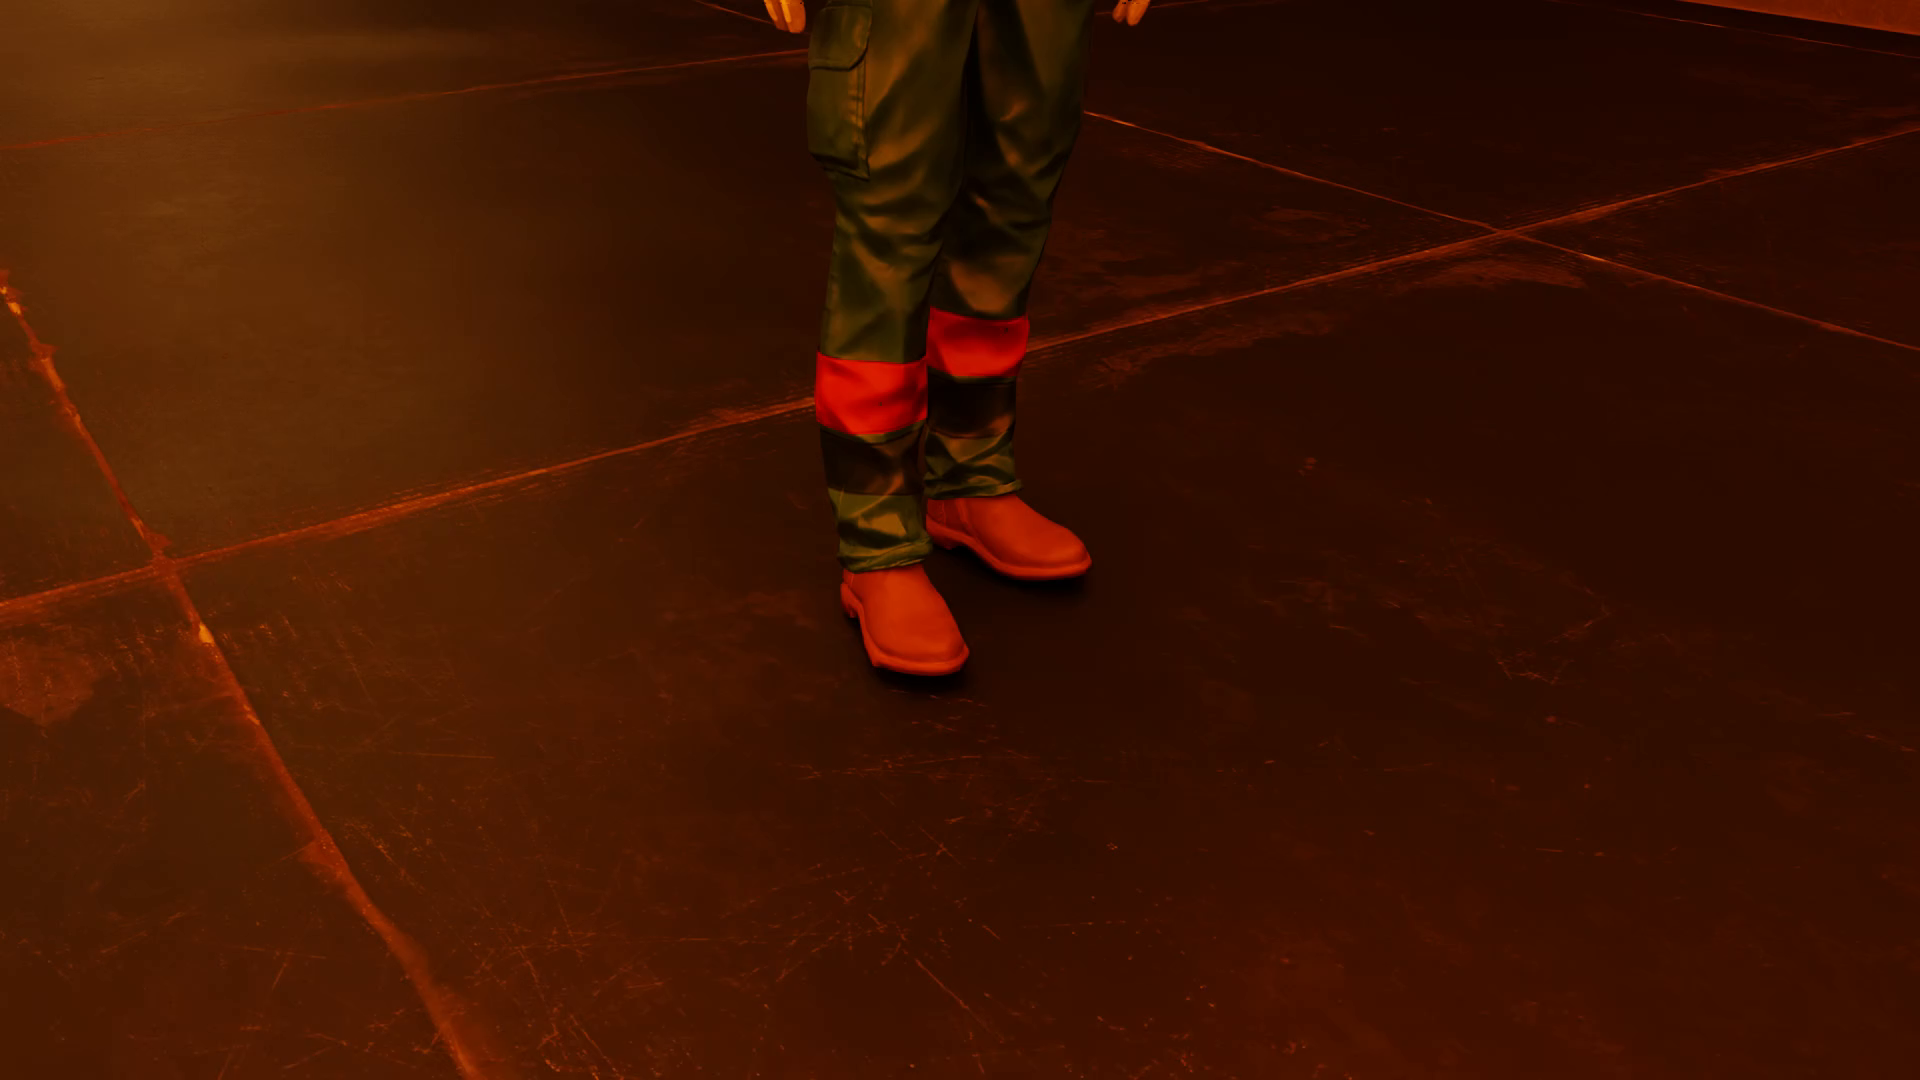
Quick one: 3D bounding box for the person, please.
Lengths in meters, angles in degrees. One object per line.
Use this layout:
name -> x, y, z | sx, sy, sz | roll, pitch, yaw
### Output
person -> 0.038, -0.773, 2.031 | 0.638, 1.789, 0.562 | -17, 31, -31
